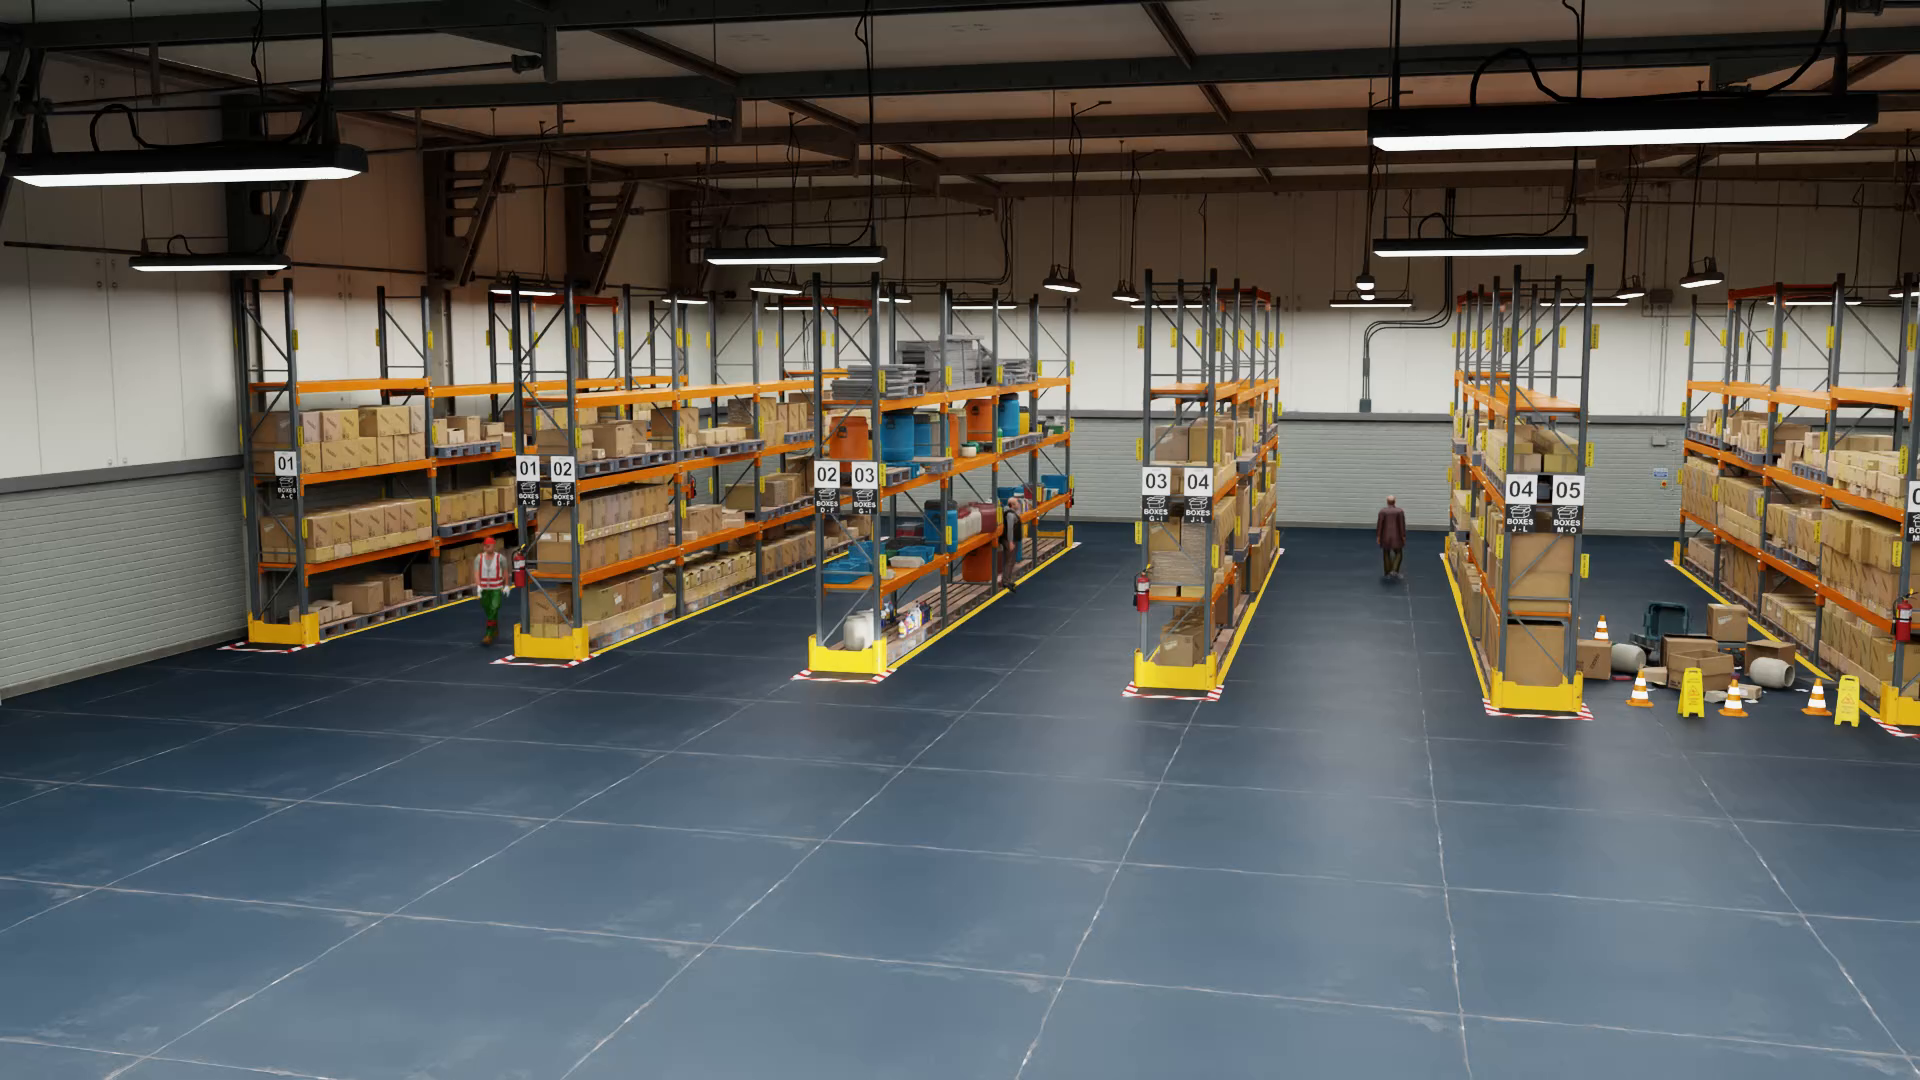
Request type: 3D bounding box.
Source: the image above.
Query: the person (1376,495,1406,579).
[{"bbox_3d":[9.047,-0.057,34.926,0.618,1.777,0.584,1,7,12],"label":"person"}]

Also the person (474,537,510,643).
[{"bbox_3d":[-7.818,0.820,27.675,0.526,1.723,1.025,0,7,-2],"label":"person"}]

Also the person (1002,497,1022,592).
[{"bbox_3d":[0.983,0.085,31.681,0.390,1.796,0.582,-1,7,-6],"label":"person"}]
